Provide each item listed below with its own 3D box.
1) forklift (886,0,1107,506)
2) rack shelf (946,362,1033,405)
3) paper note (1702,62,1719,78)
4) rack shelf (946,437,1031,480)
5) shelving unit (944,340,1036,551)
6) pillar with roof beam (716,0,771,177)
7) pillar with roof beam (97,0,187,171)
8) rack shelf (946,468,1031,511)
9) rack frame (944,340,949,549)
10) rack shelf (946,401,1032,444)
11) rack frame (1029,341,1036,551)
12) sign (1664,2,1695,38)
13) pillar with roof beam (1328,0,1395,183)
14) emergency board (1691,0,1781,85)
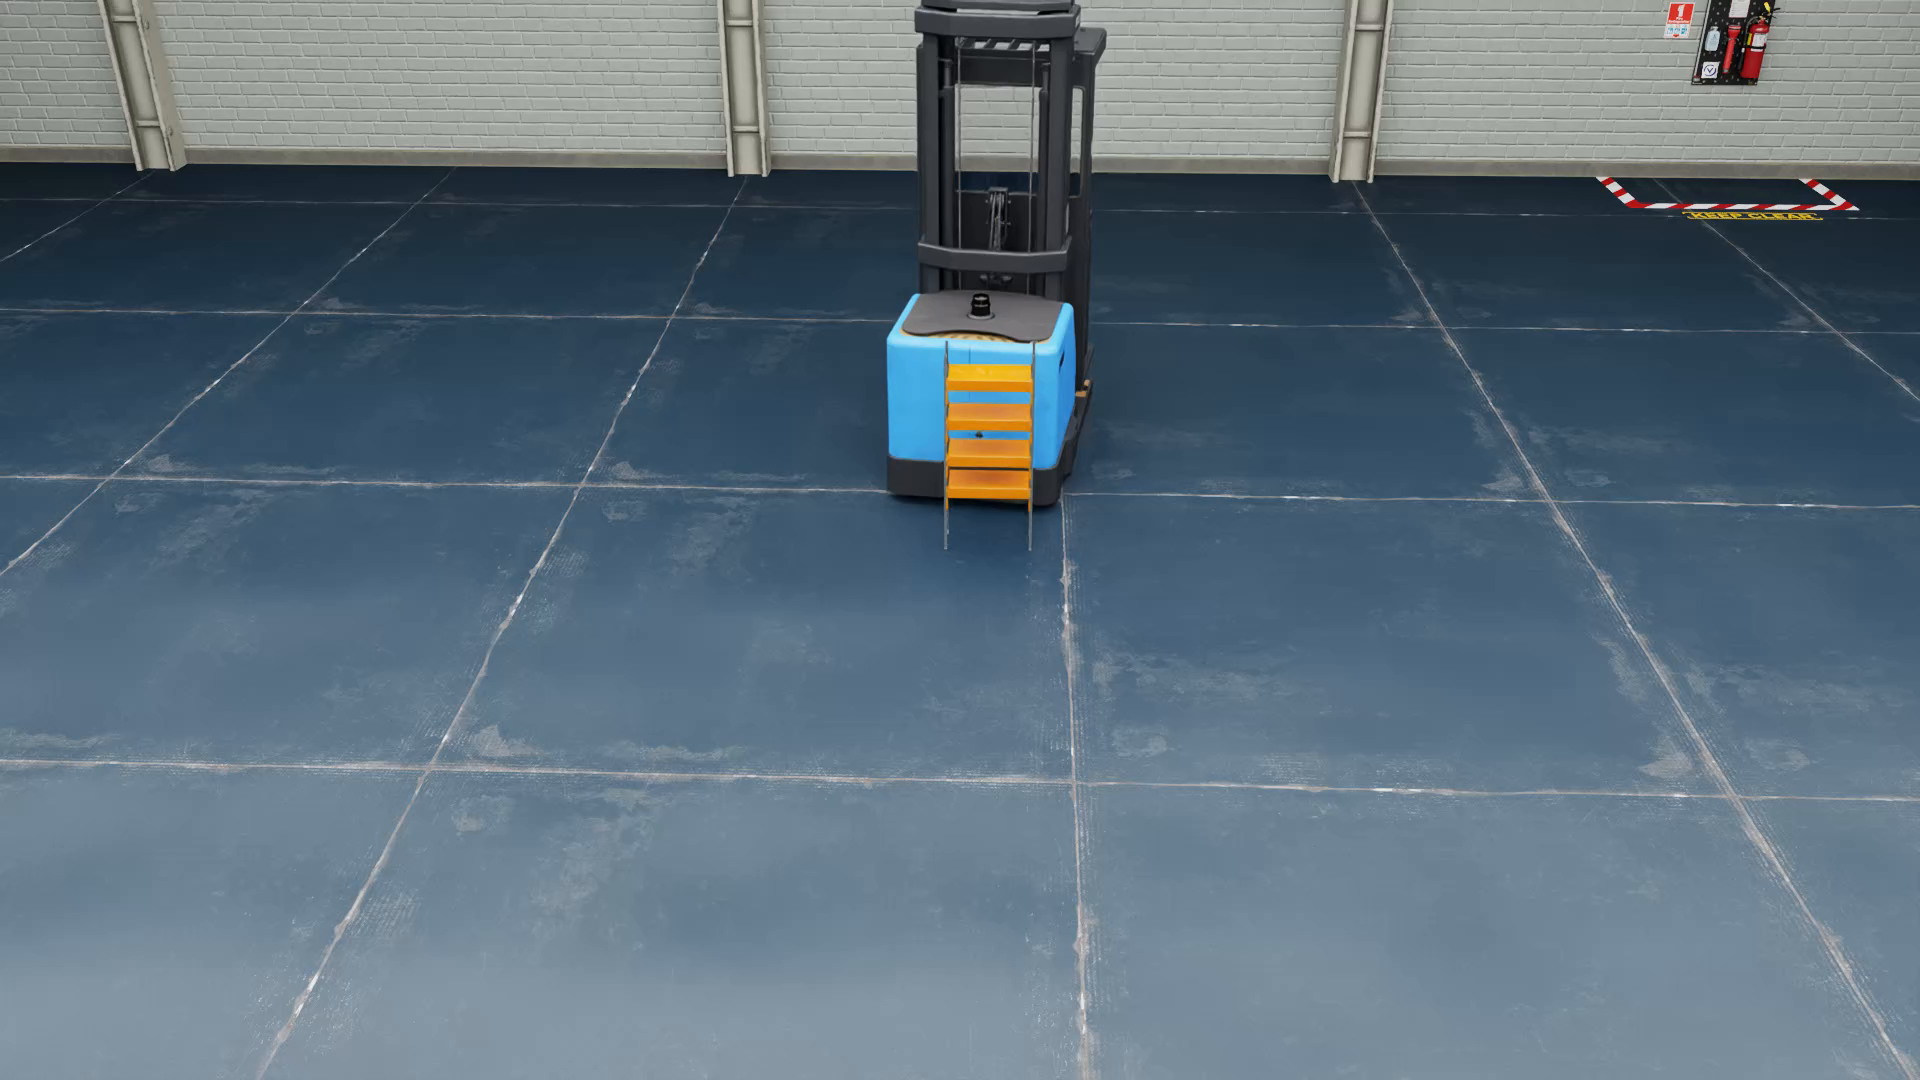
[{"bbox_3d":[0.319,-2.171,10.716,1.130,2.935,3.031,5,28,9],"label":"forklift"},{"bbox_3d":[0.165,-0.875,9.280,0.480,0.148,0.258,1,28,2],"label":"rack shelf"},{"bbox_3d":[7.236,-4.532,16.037,0.142,0.148,0.016,1,28,2],"label":"paper note"},{"bbox_3d":[0.165,-0.468,9.495,0.480,0.148,0.258,1,28,2],"label":"rack shelf"},{"bbox_3d":[0.165,-0.527,9.464,0.503,1.200,0.258,1,28,2],"label":"shelving unit"},{"bbox_3d":[-2.266,-5.661,10.821,0.400,9.000,9.100,1,28,2],"label":"pillar with roof beam"},{"bbox_3d":[-8.262,-5.760,11.008,0.400,9.000,9.100,1,28,2],"label":"pillar with roof beam"},{"bbox_3d":[0.165,-0.293,9.588,0.480,0.148,0.258,1,28,2],"label":"rack shelf"},{"bbox_3d":[-0.078,-0.531,9.471,0.015,1.200,0.240,1,28,2],"label":"rack frame"},{"bbox_3d":[0.165,-0.666,9.391,0.480,0.148,0.258,1,28,2],"label":"rack shelf"},{"bbox_3d":[0.409,-0.523,9.456,0.015,1.200,0.240,1,28,2],"label":"rack frame"},{"bbox_3d":[6.861,-4.959,15.864,0.234,0.329,0.001,1,28,2],"label":"sign"},{"bbox_3d":[3.730,-5.562,10.634,0.400,9.000,9.100,1,28,2],"label":"pillar with roof beam"},{"bbox_3d":[7.410,-4.886,15.764,0.643,1.169,0.194,1,28,2],"label":"emergency board"}]
